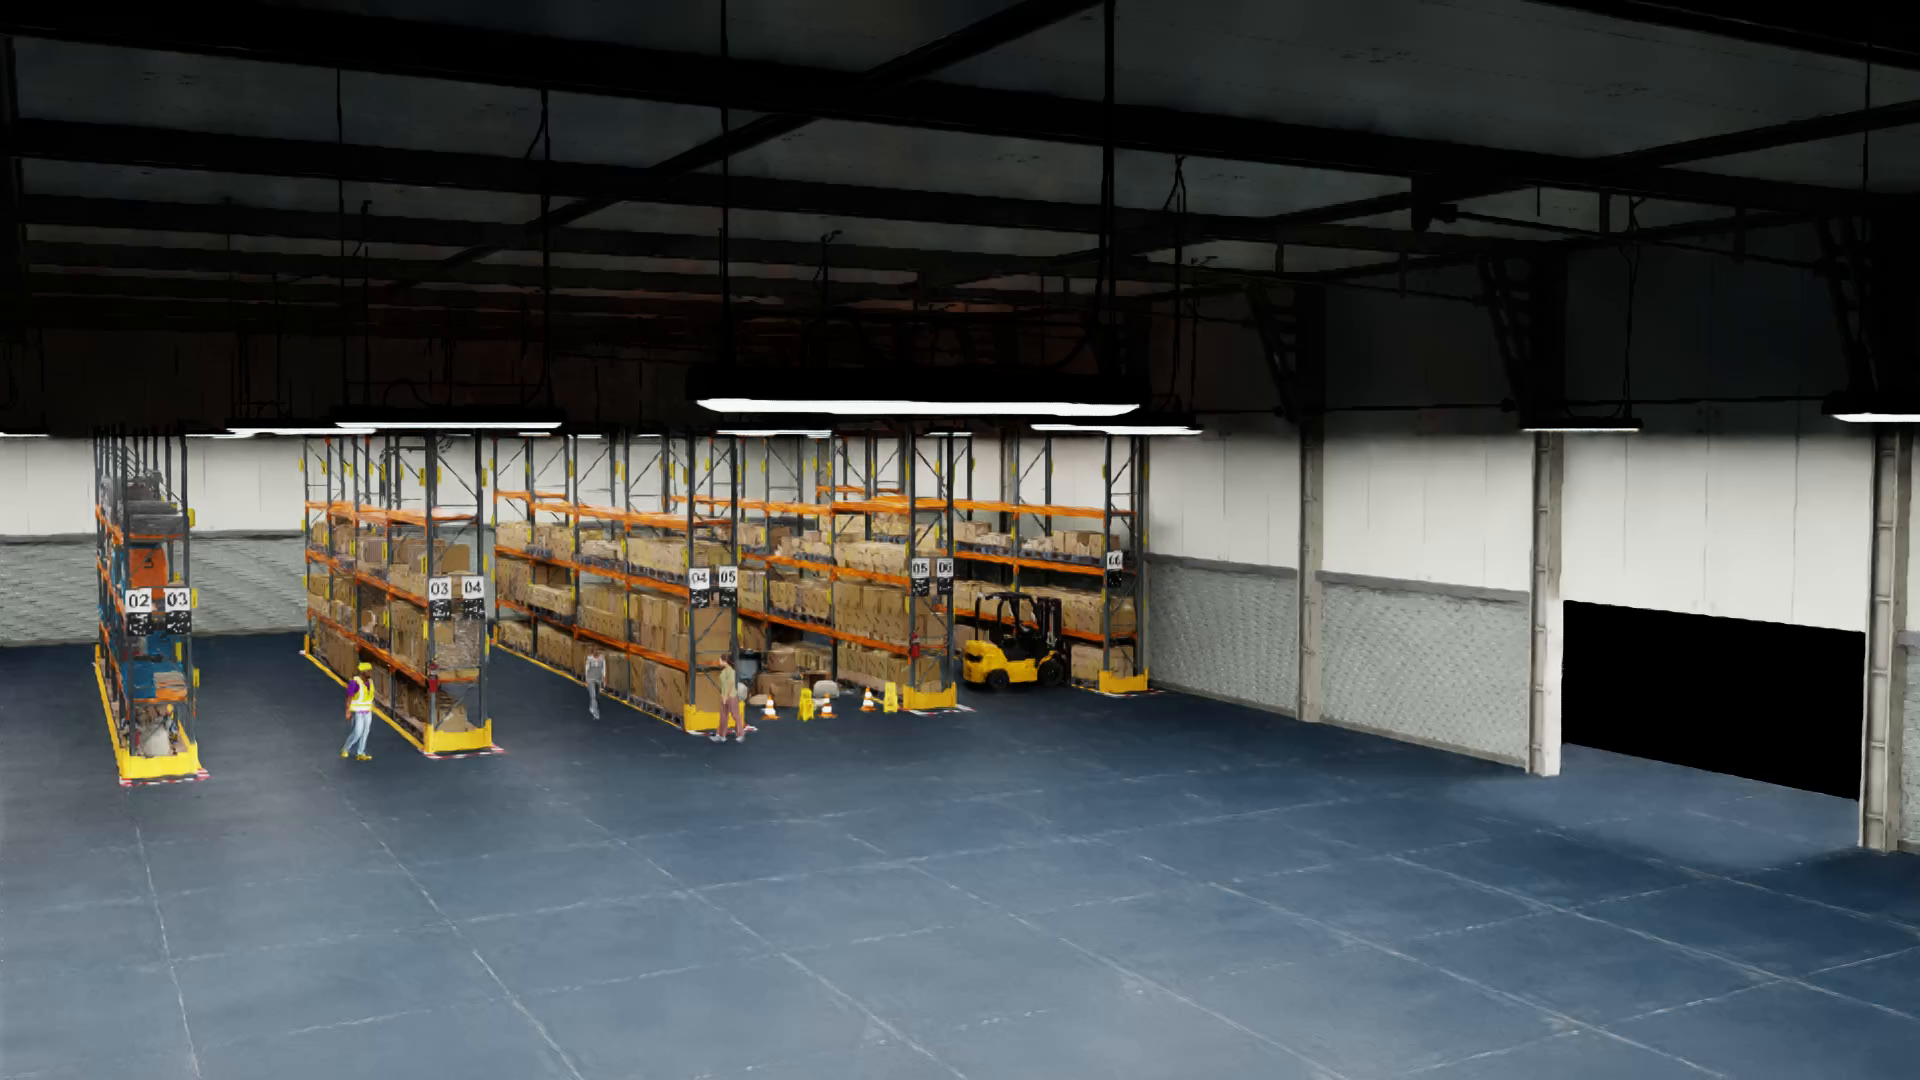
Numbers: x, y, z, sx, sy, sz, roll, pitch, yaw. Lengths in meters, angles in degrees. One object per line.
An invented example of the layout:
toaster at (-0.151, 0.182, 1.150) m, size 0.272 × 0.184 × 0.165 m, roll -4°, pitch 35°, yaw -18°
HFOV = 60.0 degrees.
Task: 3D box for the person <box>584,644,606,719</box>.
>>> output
person at (-7.506, 2.878, 34.252) m, size 0.416 × 1.525 × 1.034 m, roll -2°, pitch 4°, yaw -30°

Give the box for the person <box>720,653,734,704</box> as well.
person at (-4.422, 2.620, 31.500) m, size 0.323 × 0.969 × 0.510 m, roll -2°, pitch 4°, yaw -31°

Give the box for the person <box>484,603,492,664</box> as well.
person at (-12.238, 2.341, 42.347) m, size 0.452 × 1.576 × 1.088 m, roll -2°, pitch 4°, yaw -27°

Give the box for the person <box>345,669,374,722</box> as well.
person at (-10.683, 2.731, 29.660) m, size 0.367 × 1.046 × 0.616 m, roll 2°, pitch 4°, yaw 25°
